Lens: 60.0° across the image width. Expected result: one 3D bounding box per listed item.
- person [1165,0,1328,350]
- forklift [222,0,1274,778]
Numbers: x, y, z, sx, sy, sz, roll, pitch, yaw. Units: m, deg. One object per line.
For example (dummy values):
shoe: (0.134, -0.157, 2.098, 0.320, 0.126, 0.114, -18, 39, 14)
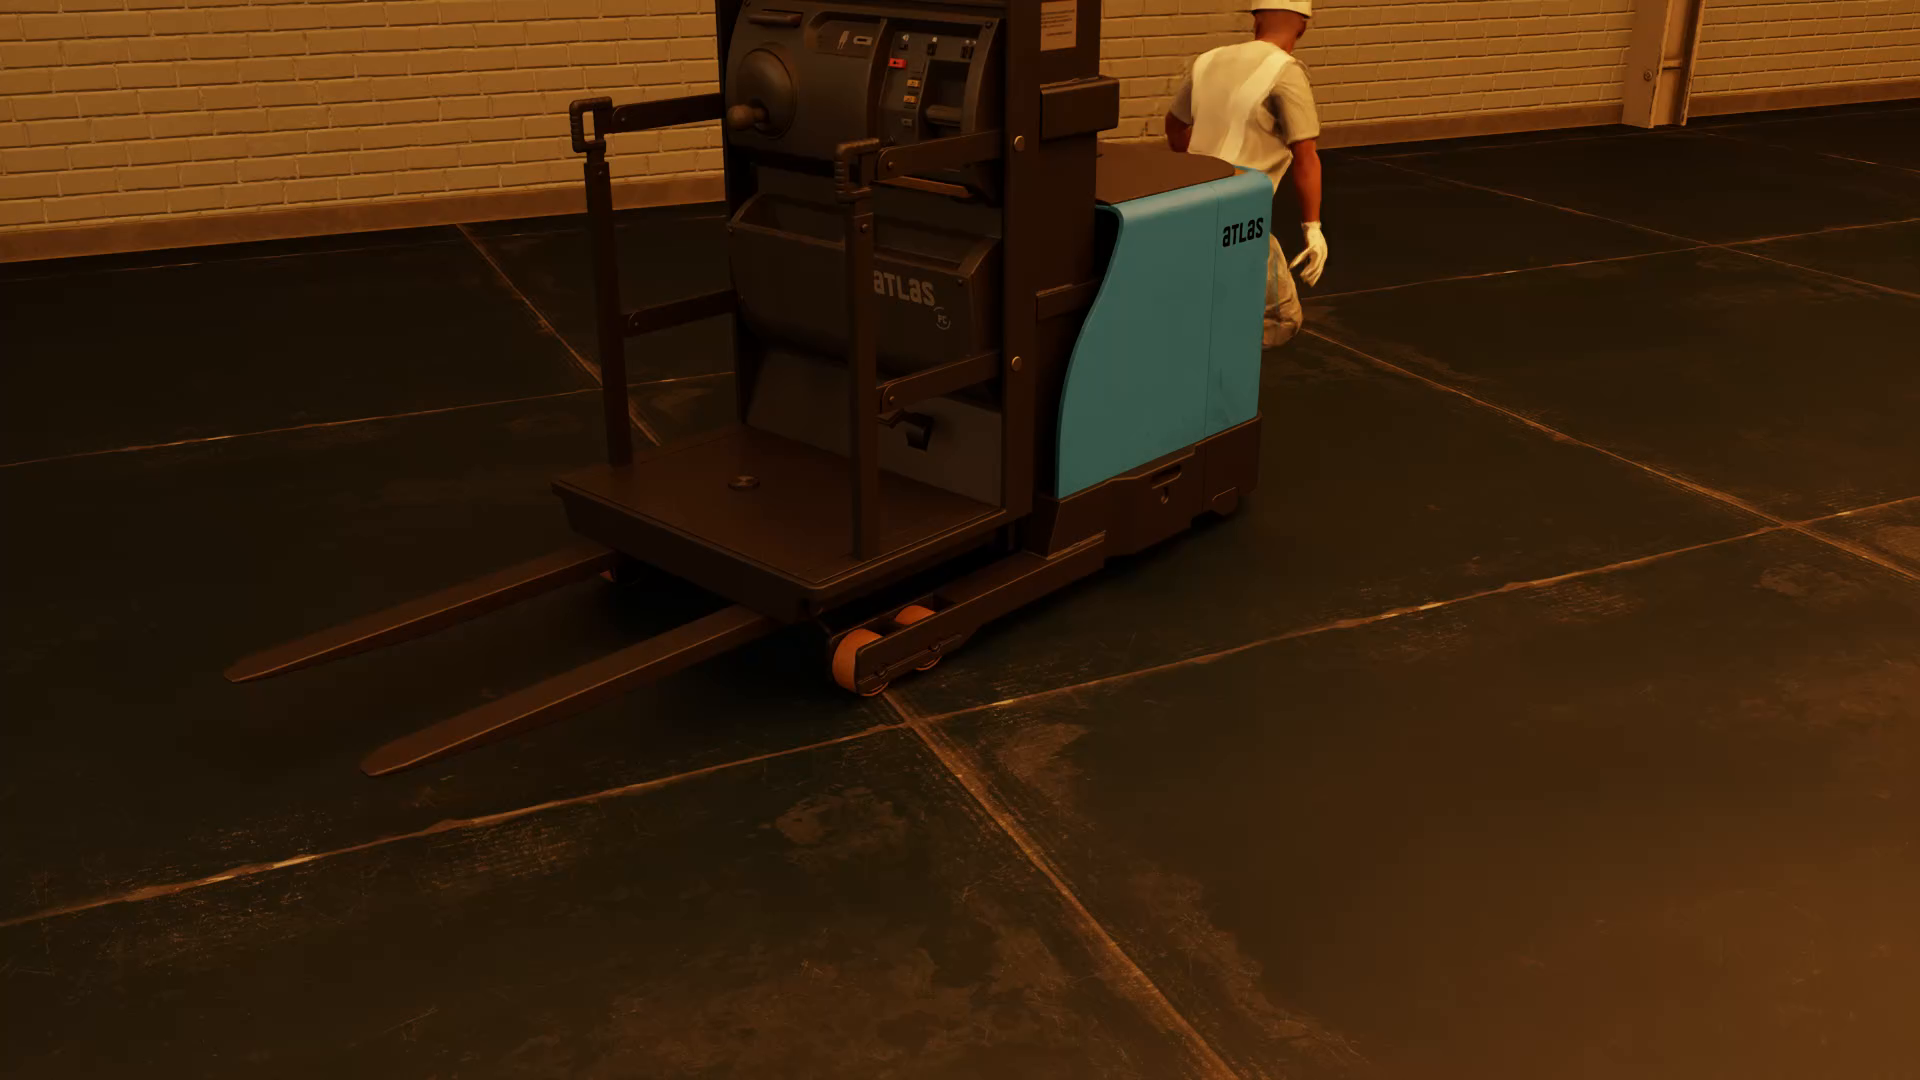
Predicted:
person: (0.968, -1.199, 5.980, 0.625, 1.576, 0.913, -5, 23, -12)
forklift: (-0.413, -1.182, 4.131, 1.130, 2.935, 3.031, 19, 29, 39)
